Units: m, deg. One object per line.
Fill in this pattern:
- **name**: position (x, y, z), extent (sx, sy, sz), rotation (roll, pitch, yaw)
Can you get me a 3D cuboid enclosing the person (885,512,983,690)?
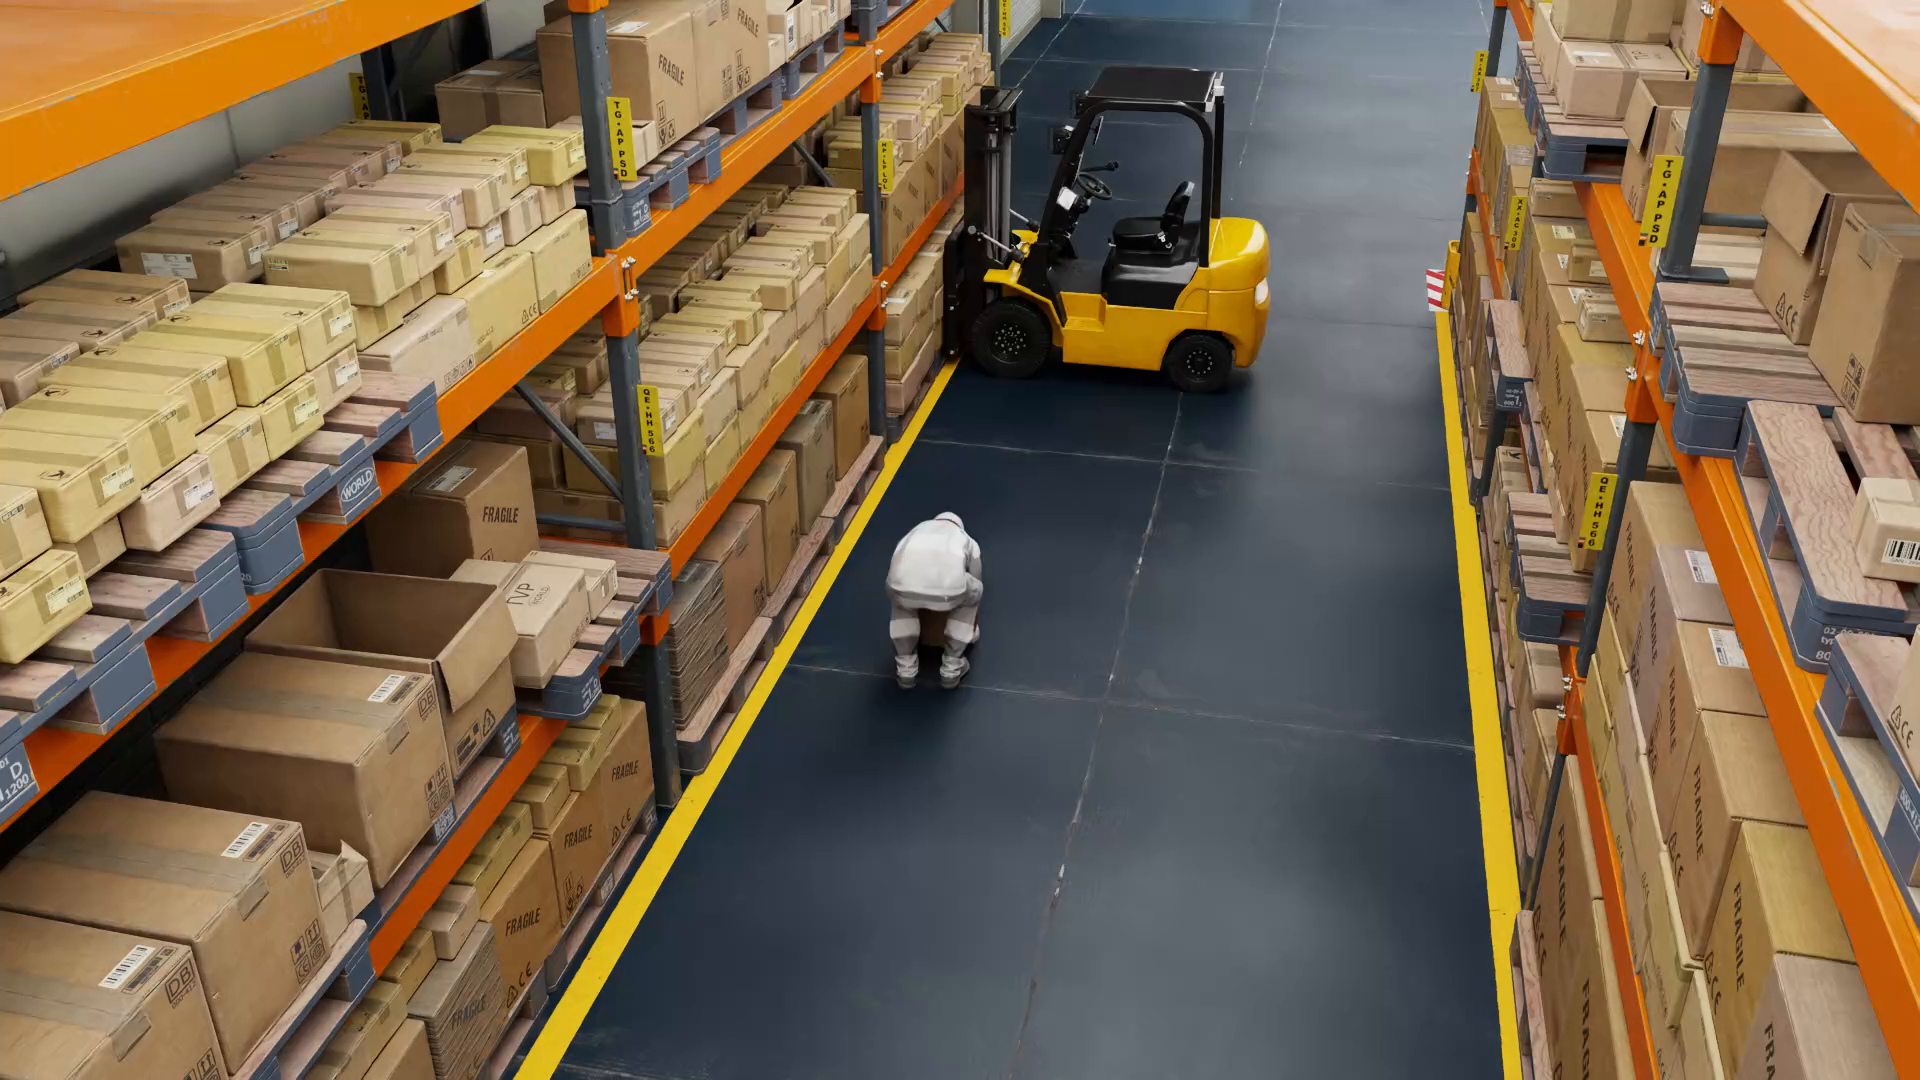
- **person**: position (-0.130, 0.285, 8.997), extent (0.531, 0.925, 0.954), rotation (5, 29, 8)
